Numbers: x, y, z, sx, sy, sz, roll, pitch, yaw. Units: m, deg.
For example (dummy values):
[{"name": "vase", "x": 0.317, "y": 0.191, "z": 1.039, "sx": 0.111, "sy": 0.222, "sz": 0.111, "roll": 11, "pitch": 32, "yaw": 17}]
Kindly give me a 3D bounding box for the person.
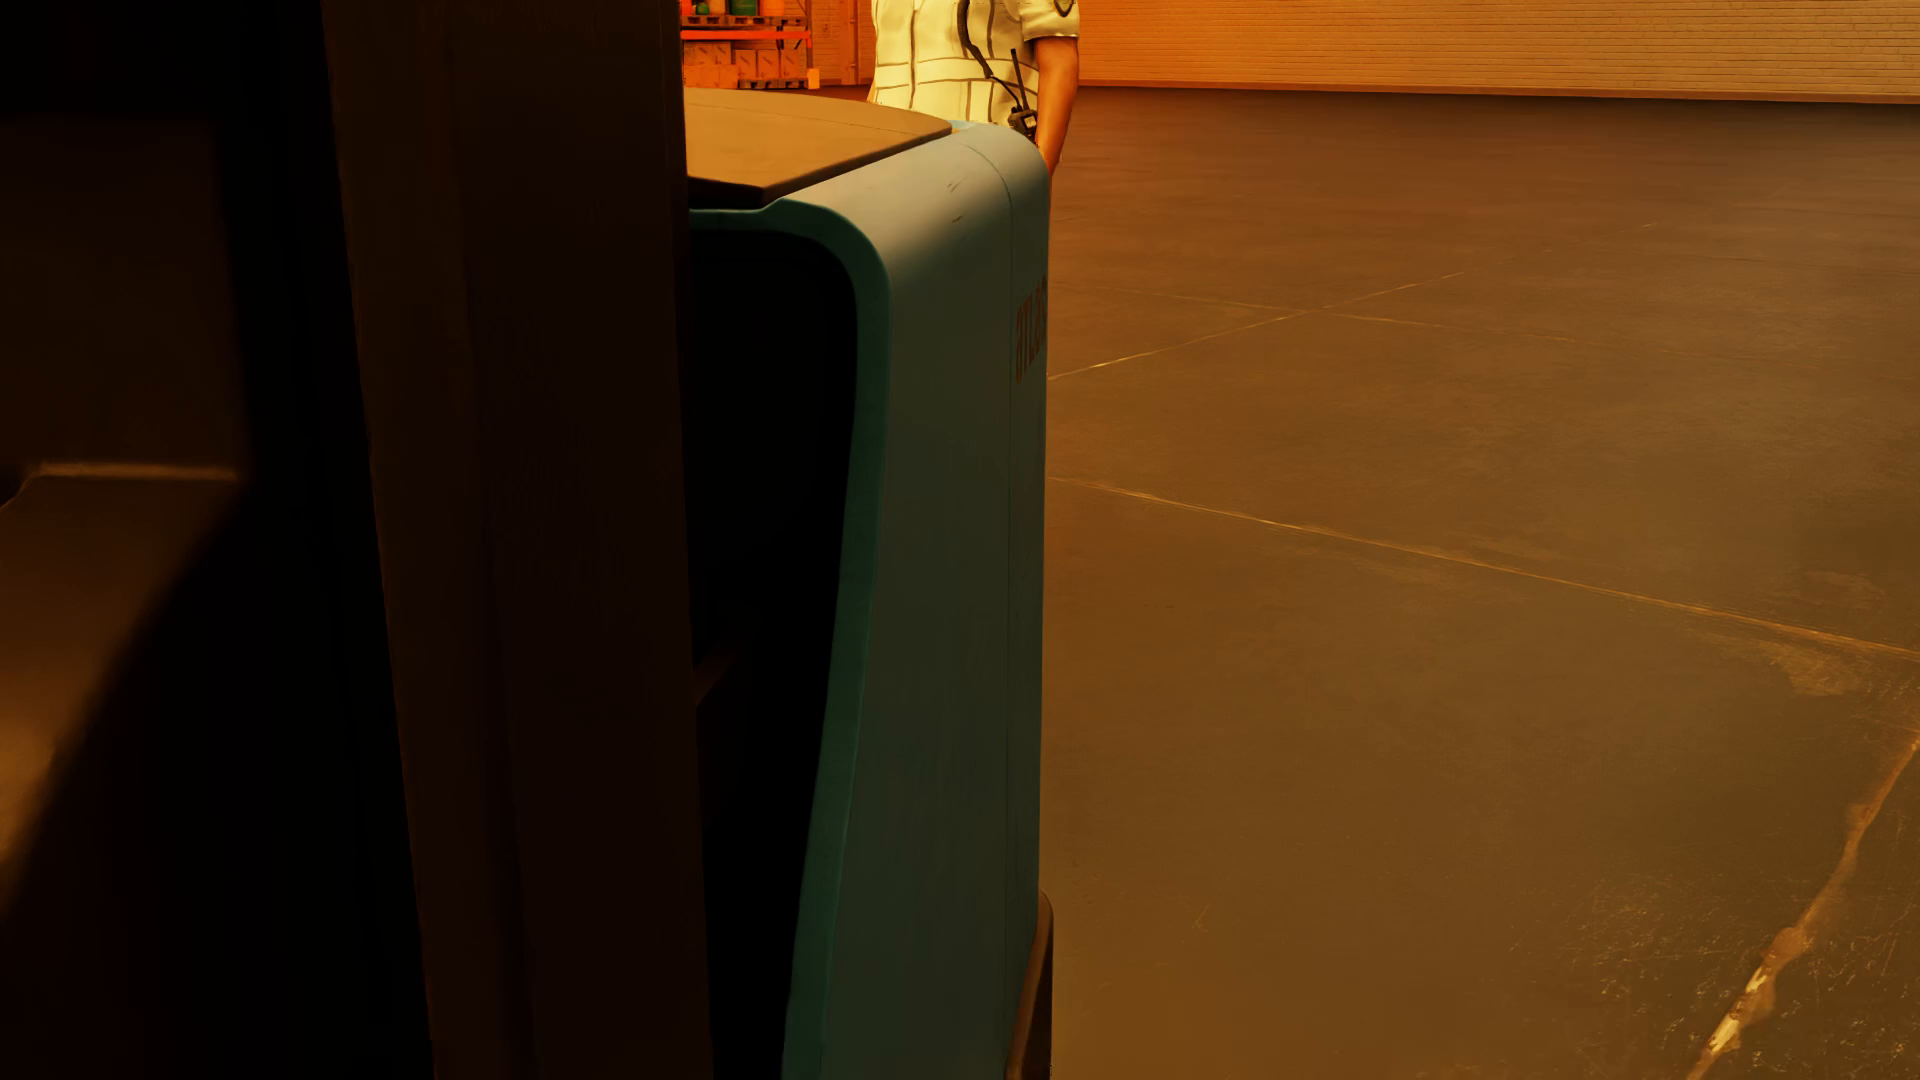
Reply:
[{"name": "person", "x": -0.066, "y": -0.792, "z": 3.655, "sx": 0.599, "sy": 1.670, "sz": 0.529, "roll": 13, "pitch": 21, "yaw": 37}]
